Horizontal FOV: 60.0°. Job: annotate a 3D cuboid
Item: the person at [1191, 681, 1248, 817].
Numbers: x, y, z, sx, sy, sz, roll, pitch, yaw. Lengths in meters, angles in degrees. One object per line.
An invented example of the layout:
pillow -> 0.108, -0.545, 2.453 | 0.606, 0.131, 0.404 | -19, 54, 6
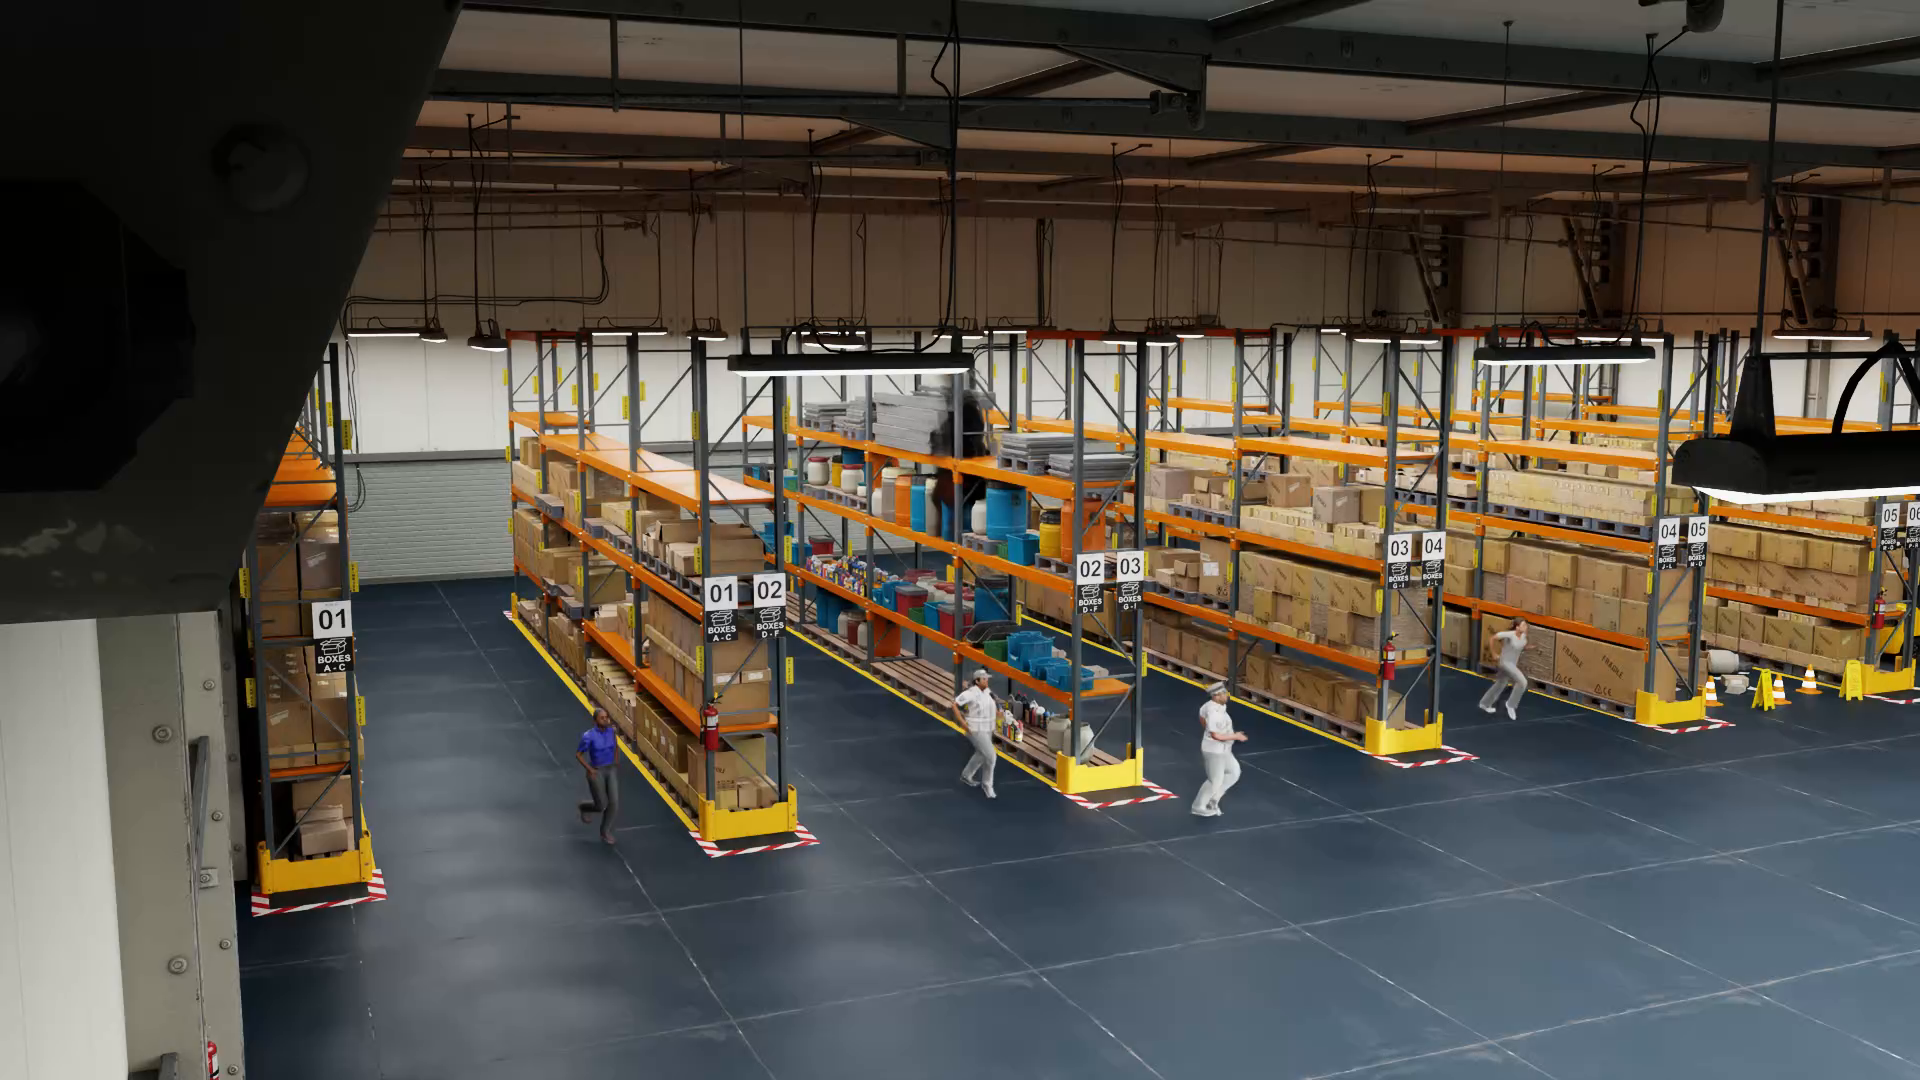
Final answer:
person -> 3.264, 2.641, 20.867 | 0.698, 1.788, 0.638 | 2, 8, 11

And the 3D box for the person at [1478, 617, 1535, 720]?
person -> 8.561, 1.982, 26.056 | 0.891, 1.624, 0.558 | 8, 11, 44

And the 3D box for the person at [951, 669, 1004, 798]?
person -> 0.258, 2.555, 21.998 | 0.723, 1.704, 0.607 | 5, 9, 35

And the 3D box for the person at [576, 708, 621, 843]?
person -> -4.365, 2.914, 20.148 | 0.587, 1.446, 0.620 | -7, 11, -43
